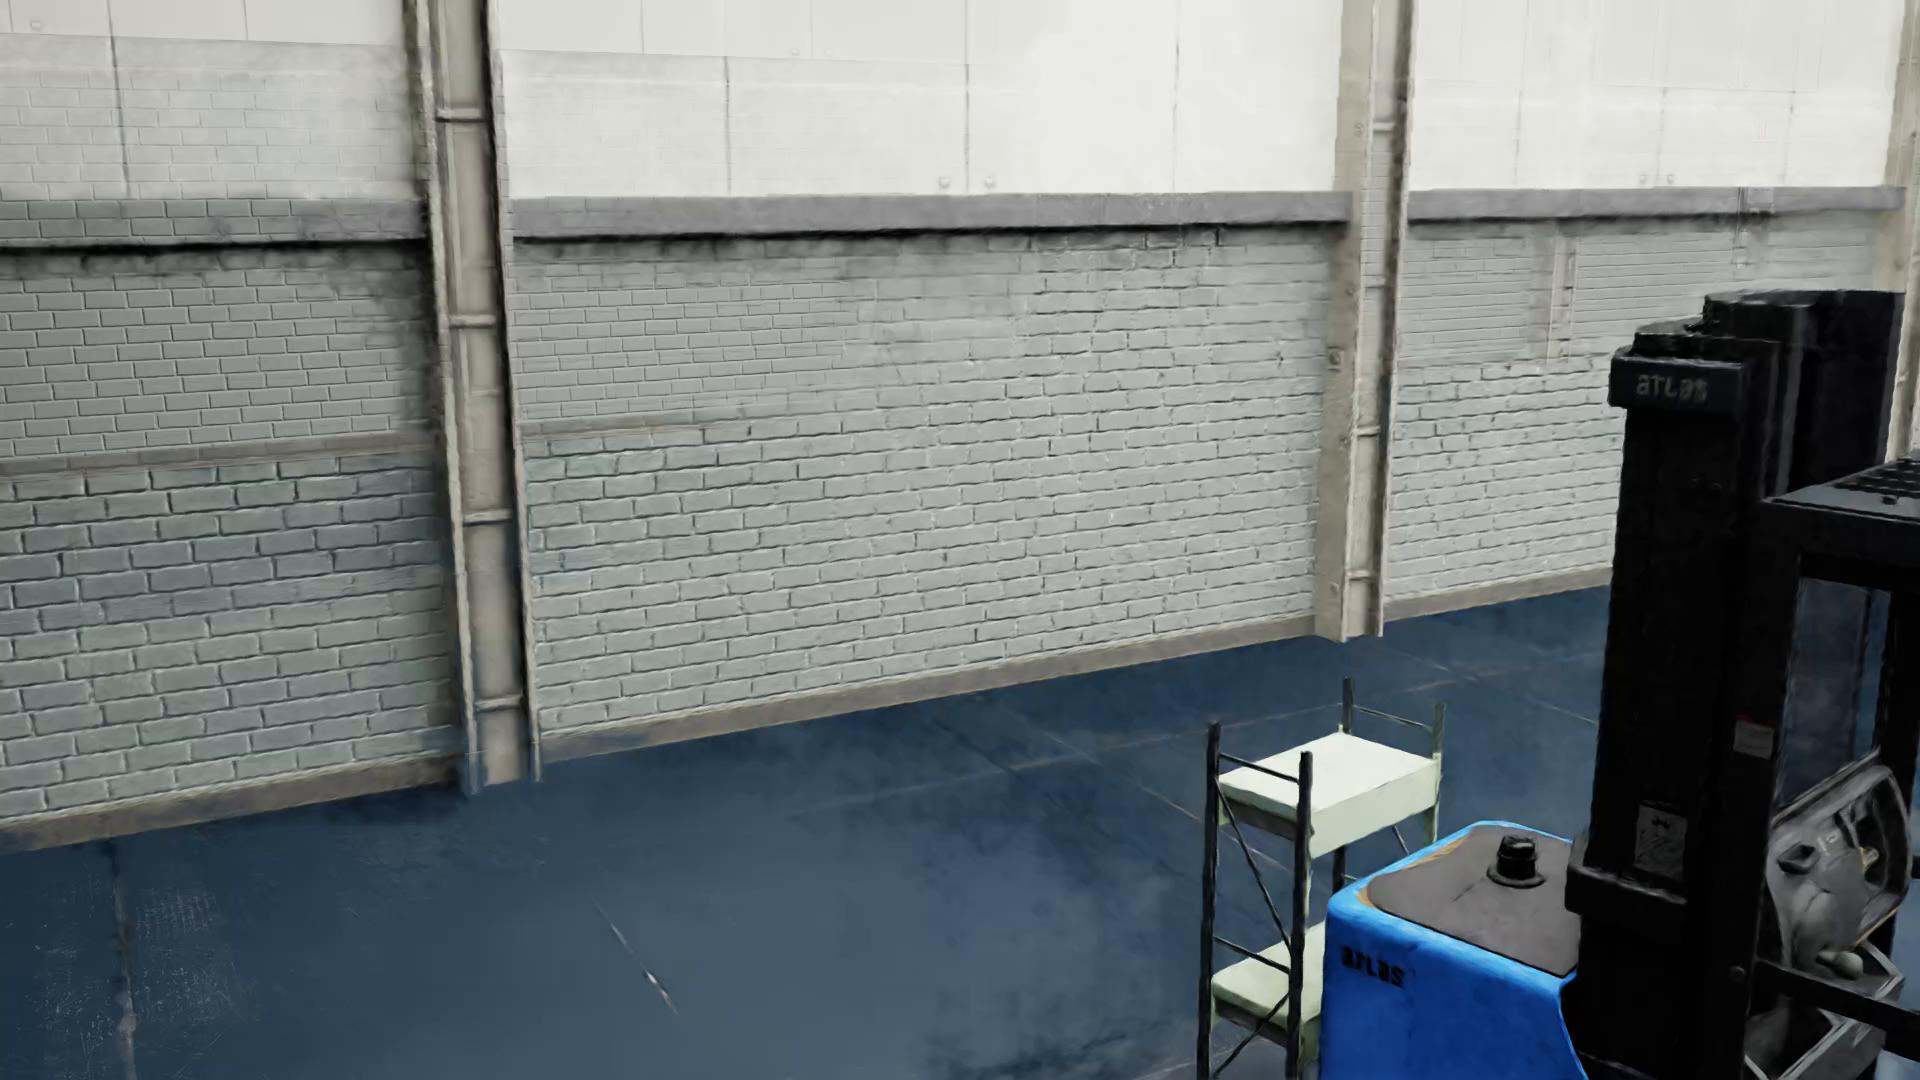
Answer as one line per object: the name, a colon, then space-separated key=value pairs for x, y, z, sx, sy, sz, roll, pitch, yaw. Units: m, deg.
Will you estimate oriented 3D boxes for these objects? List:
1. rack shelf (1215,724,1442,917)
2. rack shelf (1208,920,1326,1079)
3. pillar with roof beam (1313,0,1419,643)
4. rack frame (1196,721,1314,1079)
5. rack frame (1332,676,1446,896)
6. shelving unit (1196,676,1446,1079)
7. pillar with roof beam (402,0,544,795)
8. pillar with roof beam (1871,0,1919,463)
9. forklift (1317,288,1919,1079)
rack shelf: x=-0.088 y=-1.126 z=9.921 sx=0.720 sy=0.370 sz=0.431 roll=-11 pitch=17 yaw=-40
rack shelf: x=-0.088 y=-0.428 z=10.078 sx=0.720 sy=0.370 sz=0.431 roll=-11 pitch=17 yaw=-40
pillar with roof beam: x=3.516 y=-4.934 z=11.537 sx=0.400 sy=9.000 sz=9.100 roll=-7 pitch=14 yaw=-28
rack frame: x=-0.362 y=-0.692 z=9.769 sx=0.023 sy=1.500 sz=0.400 roll=-11 pitch=17 yaw=-40
rack frame: x=0.185 y=-0.799 z=10.244 sx=0.023 sy=1.500 sz=0.400 roll=-11 pitch=17 yaw=-40
shelving unit: x=-0.088 y=-0.746 z=10.006 sx=0.755 sy=1.500 sz=0.431 roll=-11 pitch=17 yaw=-40
pillar with roof beam: x=-1.750 y=-4.303 z=8.732 sx=0.400 sy=9.000 sz=9.100 roll=-7 pitch=14 yaw=-28
pillar with roof beam: x=8.783 y=-5.565 z=14.341 sx=0.400 sy=9.000 sz=9.100 roll=-7 pitch=14 yaw=-28
forklift: x=1.177 y=-1.172 z=8.640 sx=1.130 sy=2.935 sz=3.031 roll=-12 pitch=17 yaw=-42
